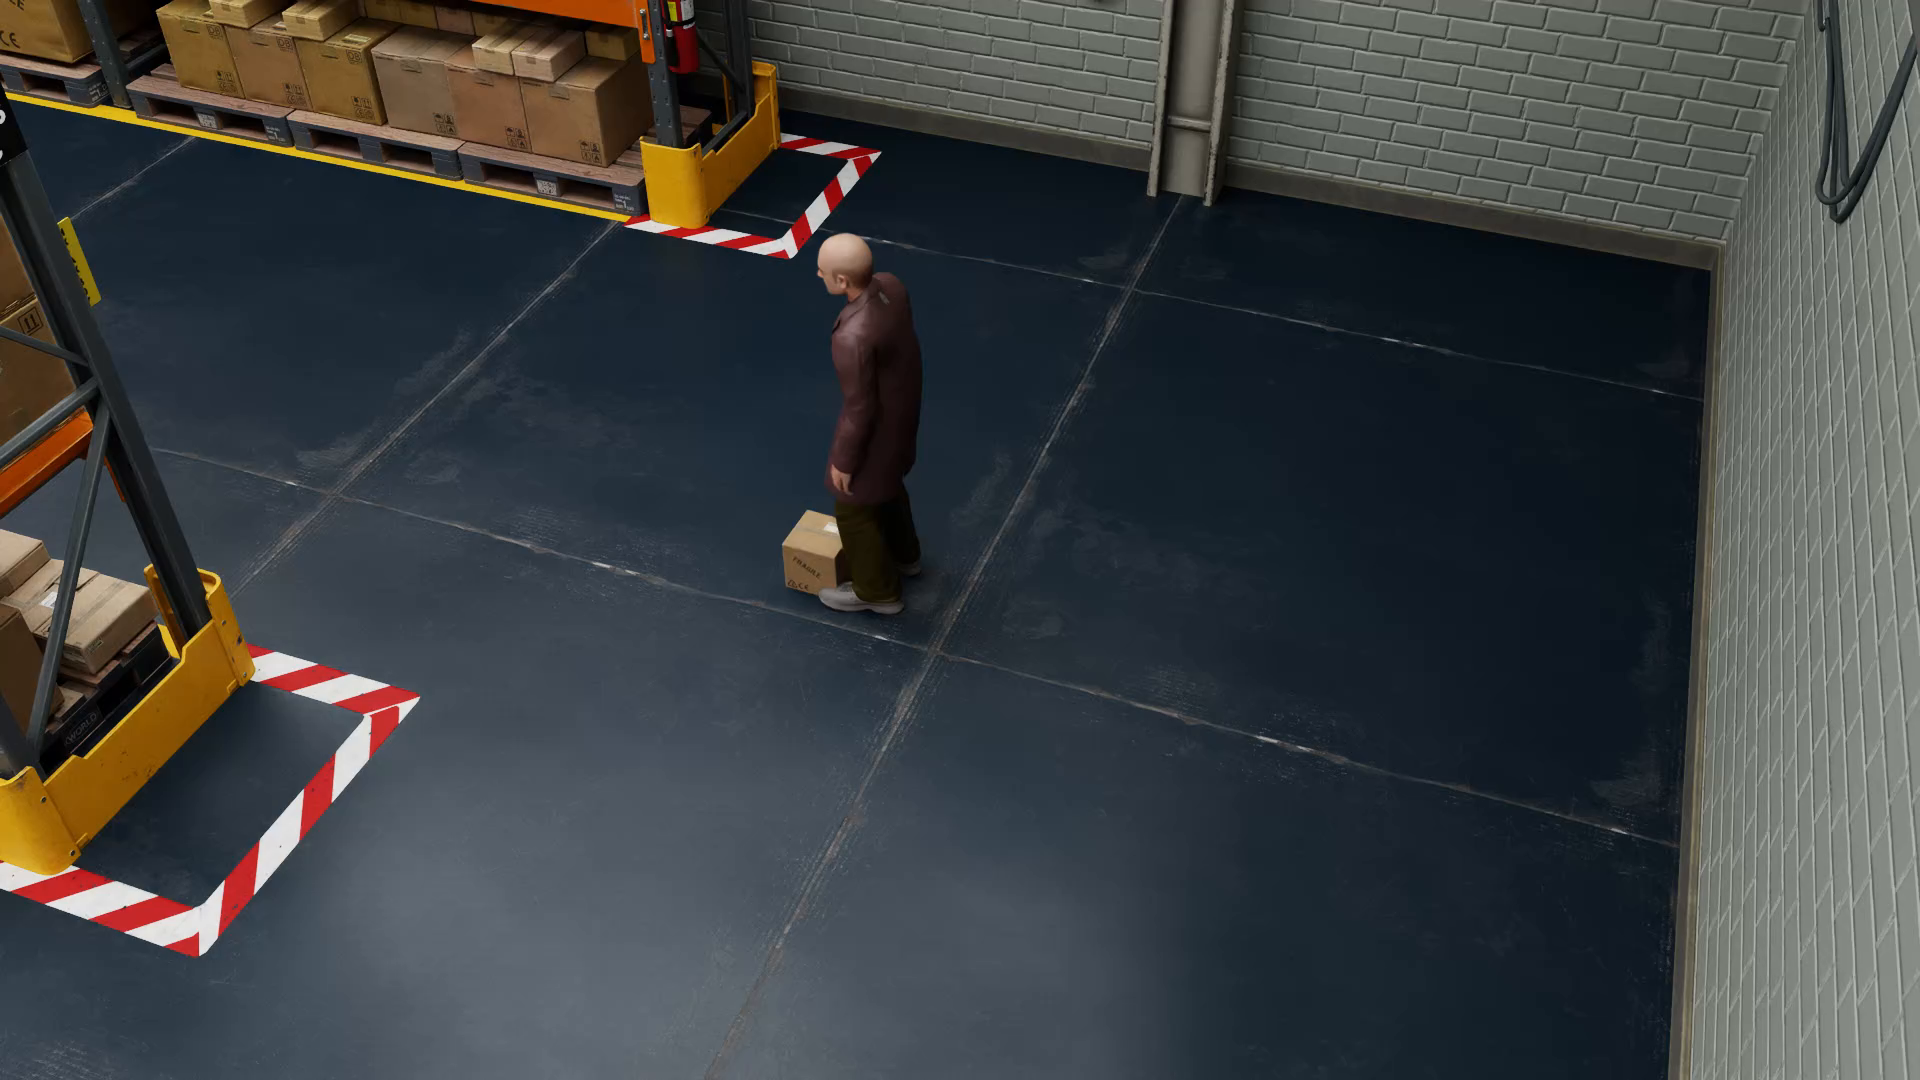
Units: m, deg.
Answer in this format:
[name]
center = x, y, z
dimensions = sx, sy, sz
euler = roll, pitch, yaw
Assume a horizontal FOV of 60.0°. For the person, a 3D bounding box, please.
[person]
center = -0.369, -0.452, 6.691
dimensions = 0.429, 1.772, 0.648
euler = 11, 42, 12
